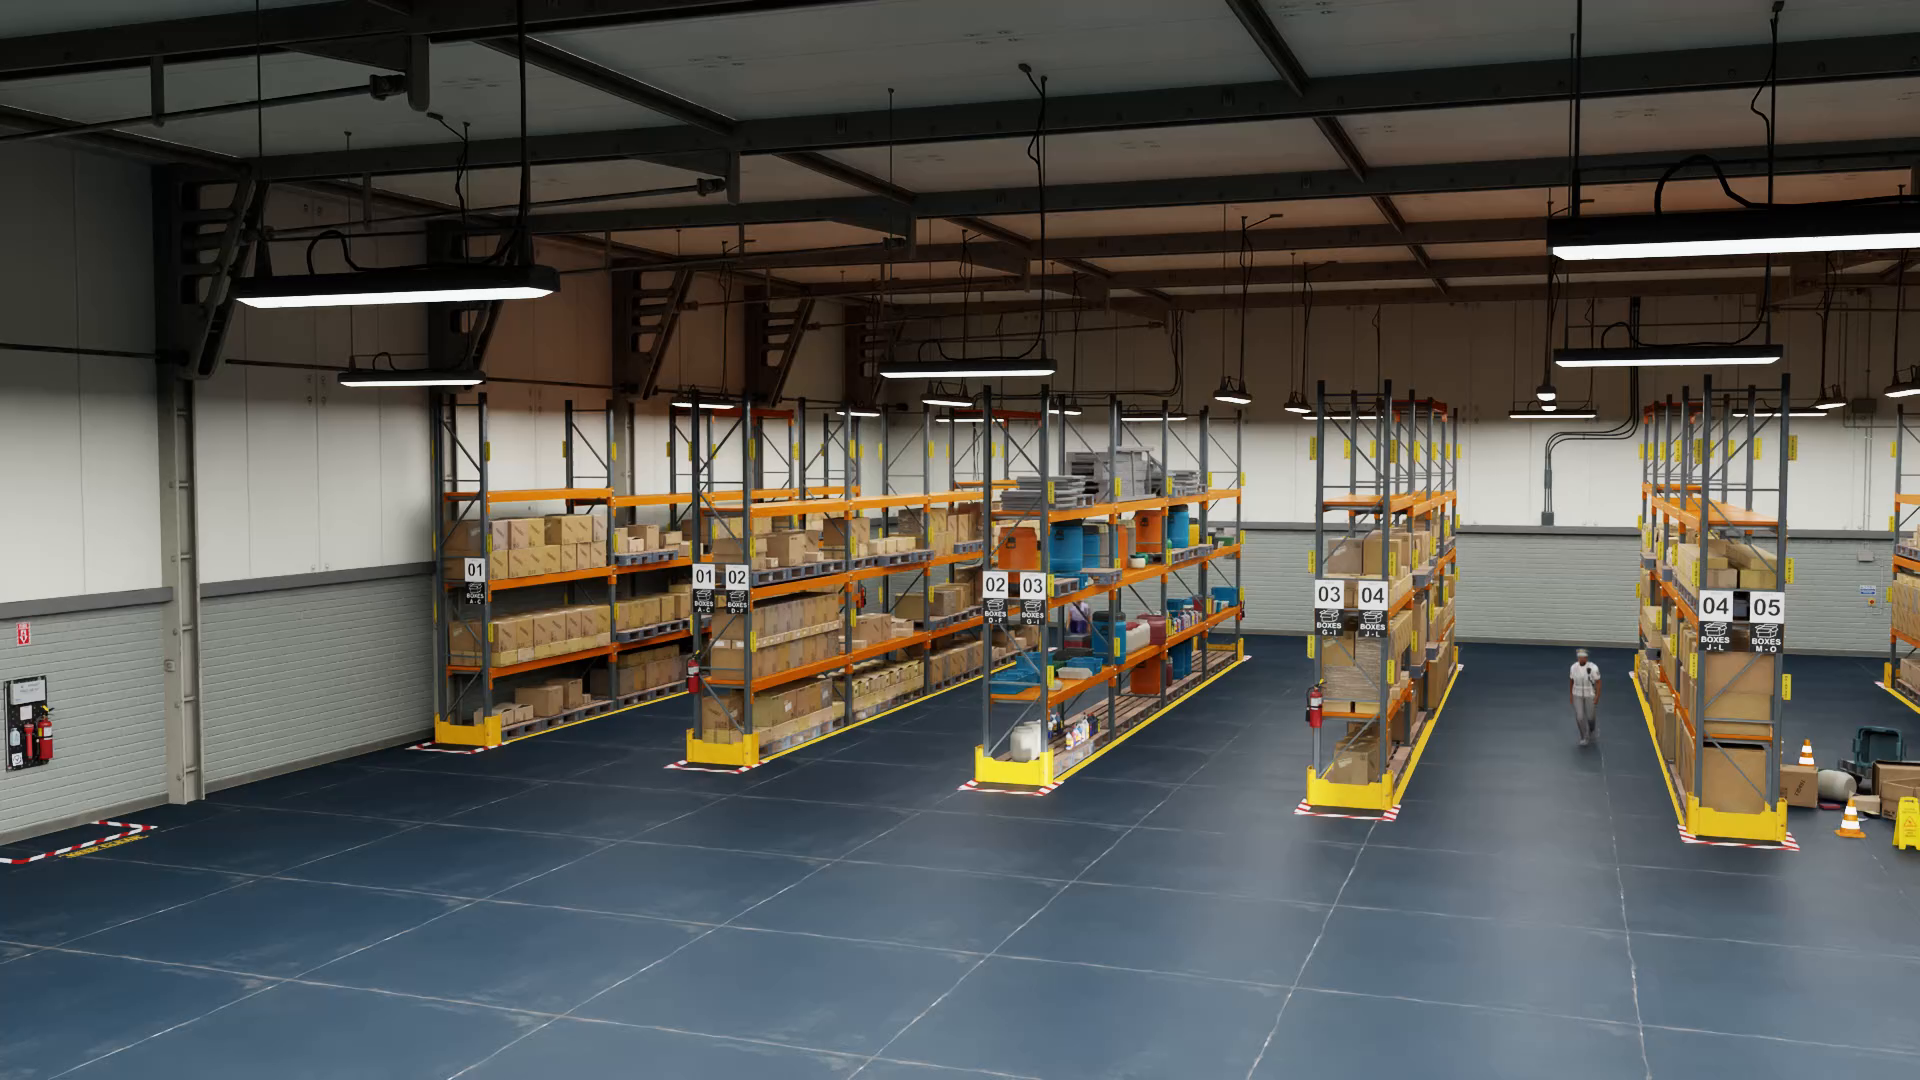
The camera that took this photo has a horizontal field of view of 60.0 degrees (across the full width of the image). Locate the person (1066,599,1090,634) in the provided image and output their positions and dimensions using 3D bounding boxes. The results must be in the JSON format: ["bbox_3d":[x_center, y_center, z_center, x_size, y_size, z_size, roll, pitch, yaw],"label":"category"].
[{"bbox_3d":[2.783,1.947,38.870,0.517,1.502,1.043,1,3,20],"label":"person"}]

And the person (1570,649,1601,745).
[{"bbox_3d":[10.725,2.668,28.485,0.507,1.654,0.594,2,4,32],"label":"person"}]
